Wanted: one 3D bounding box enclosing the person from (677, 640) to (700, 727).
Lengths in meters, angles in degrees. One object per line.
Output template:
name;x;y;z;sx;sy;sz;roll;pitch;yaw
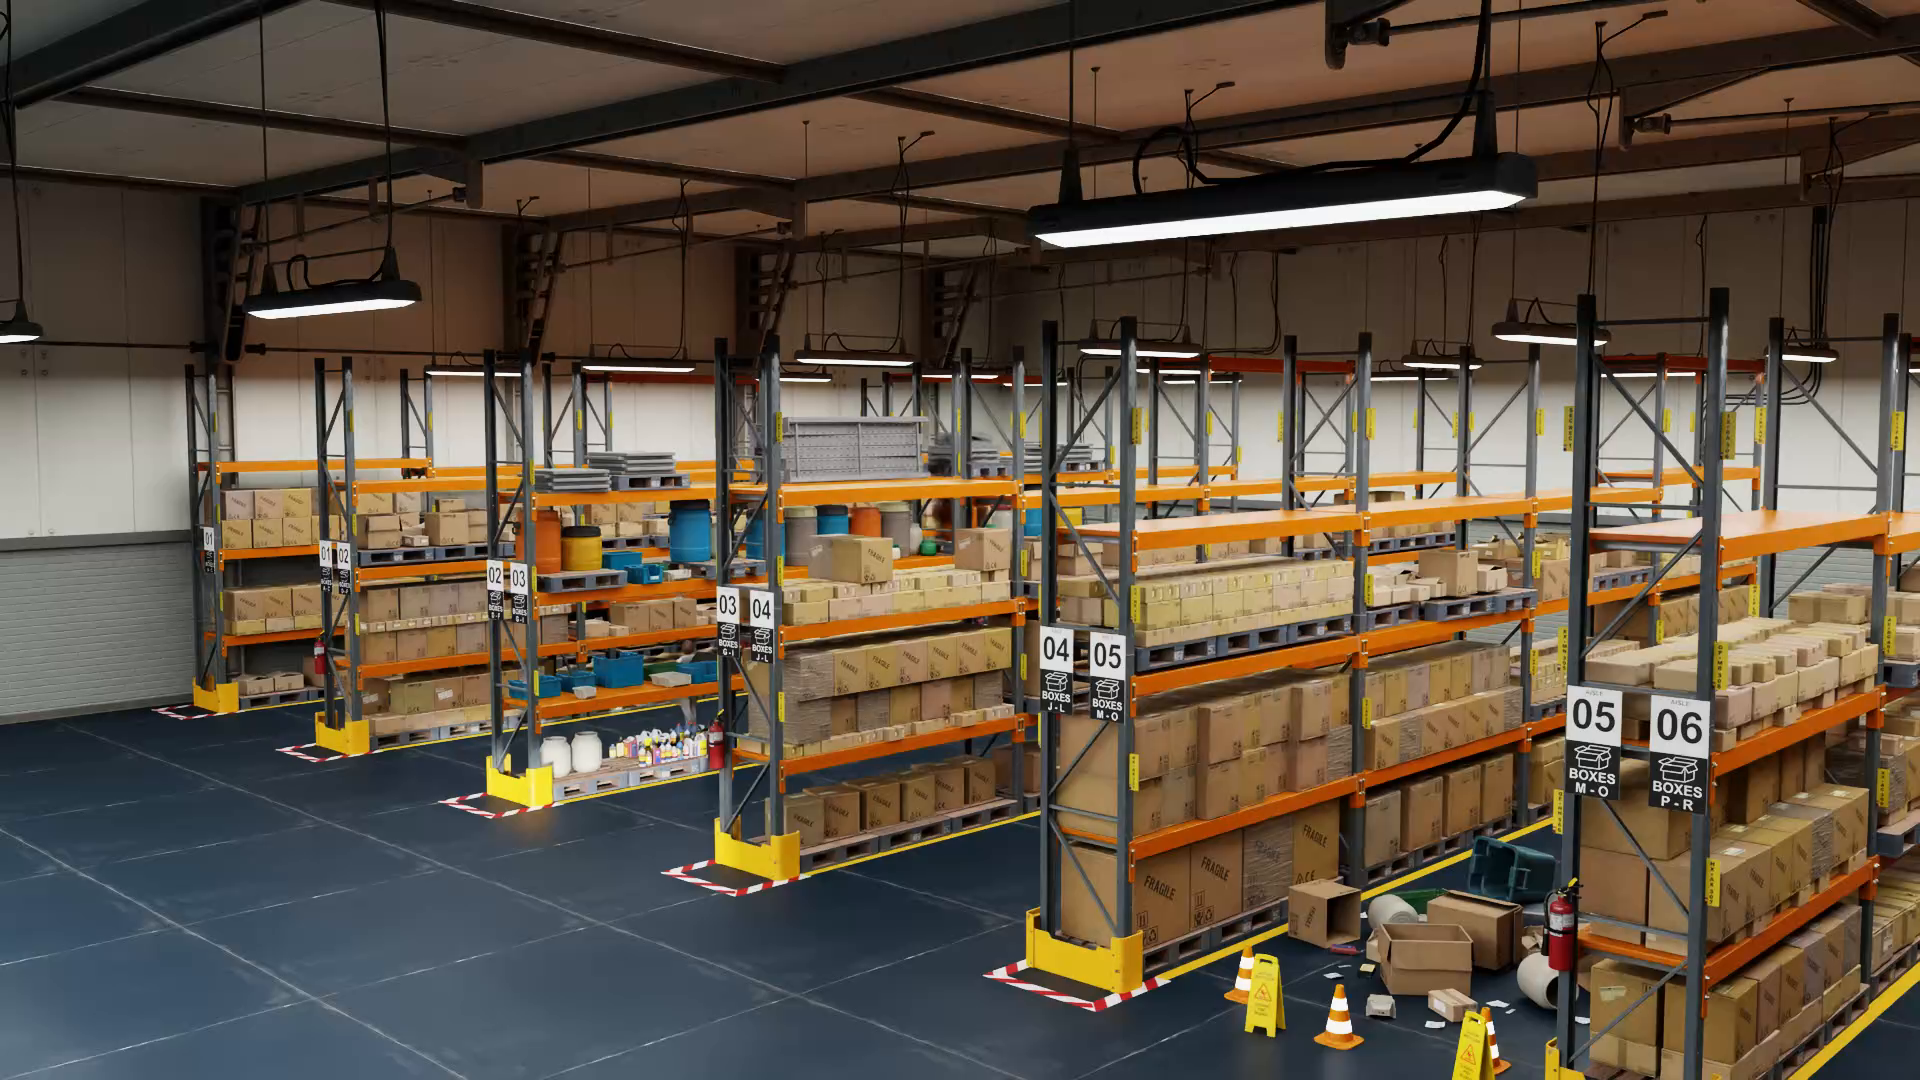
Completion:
person;-4.272;2.393;26.069;0.354;1.590;0.477;4;6;41

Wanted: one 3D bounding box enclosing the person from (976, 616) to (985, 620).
person;0.512;1.367;38.316;0.566;1.729;0.438;-3;5;-37

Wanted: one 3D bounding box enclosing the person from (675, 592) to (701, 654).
person;-5.379;1.800;32.495;0.778;1.767;0.544;0;4;6
